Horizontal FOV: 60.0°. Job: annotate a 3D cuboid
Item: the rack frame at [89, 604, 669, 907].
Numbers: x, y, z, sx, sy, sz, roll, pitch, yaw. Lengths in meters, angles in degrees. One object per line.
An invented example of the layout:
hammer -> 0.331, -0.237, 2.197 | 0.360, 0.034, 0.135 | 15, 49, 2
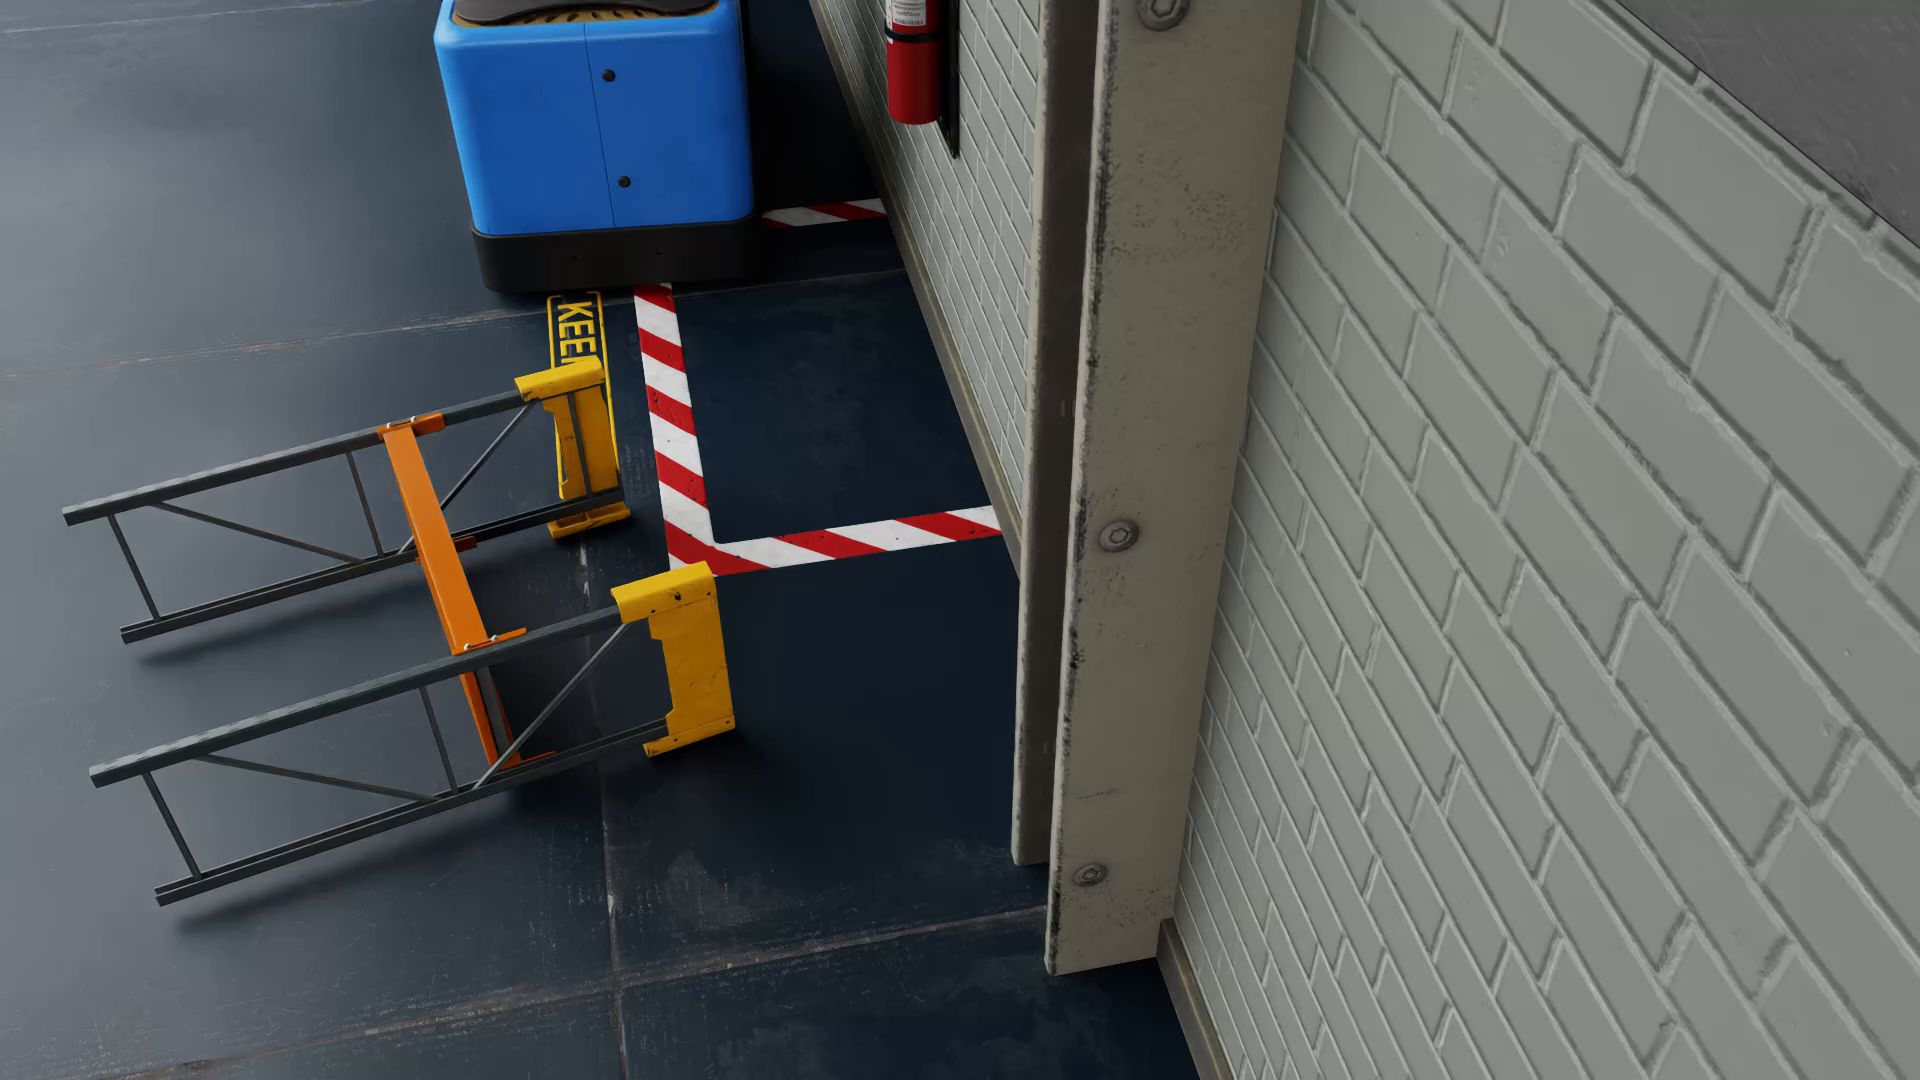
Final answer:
rack frame -> -1.320, 0.504, 4.221 | 1.500, 0.500, 0.032 | -18, 45, -18

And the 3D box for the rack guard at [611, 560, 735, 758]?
rack guard -> -0.755, 0.324, 4.419 | 0.250, 0.587, 0.087 | -18, 45, -18

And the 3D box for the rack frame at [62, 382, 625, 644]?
rack frame -> -1.753, -0.107, 4.909 | 1.500, 0.500, 0.032 | -18, 45, -18

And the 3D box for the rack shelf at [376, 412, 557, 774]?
rack shelf -> -1.374, 0.147, 4.622 | 0.185, 0.538, 1.000 | -18, 45, -18

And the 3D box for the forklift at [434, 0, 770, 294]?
forklift -> -1.441, -2.988, 6.409 | 1.130, 2.935, 3.031 | -5, 42, -5

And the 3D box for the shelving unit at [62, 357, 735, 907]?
shelving unit -> -1.533, 0.204, 4.559 | 1.500, 0.587, 1.083 | -18, 45, -18

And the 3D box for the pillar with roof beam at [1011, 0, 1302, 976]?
pillar with roof beam -> -3.878, -1.836, 0.539 | 9.100, 9.000, 0.400 | -8, 42, -9

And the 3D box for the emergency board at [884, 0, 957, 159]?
emergency board -> -0.171, -1.816, 5.037 | 0.194, 1.169, 0.643 | -8, 42, -9

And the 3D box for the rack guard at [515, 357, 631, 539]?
rack guard -> -1.179, -0.274, 5.093 | 0.250, 0.587, 0.087 | -18, 45, -18
